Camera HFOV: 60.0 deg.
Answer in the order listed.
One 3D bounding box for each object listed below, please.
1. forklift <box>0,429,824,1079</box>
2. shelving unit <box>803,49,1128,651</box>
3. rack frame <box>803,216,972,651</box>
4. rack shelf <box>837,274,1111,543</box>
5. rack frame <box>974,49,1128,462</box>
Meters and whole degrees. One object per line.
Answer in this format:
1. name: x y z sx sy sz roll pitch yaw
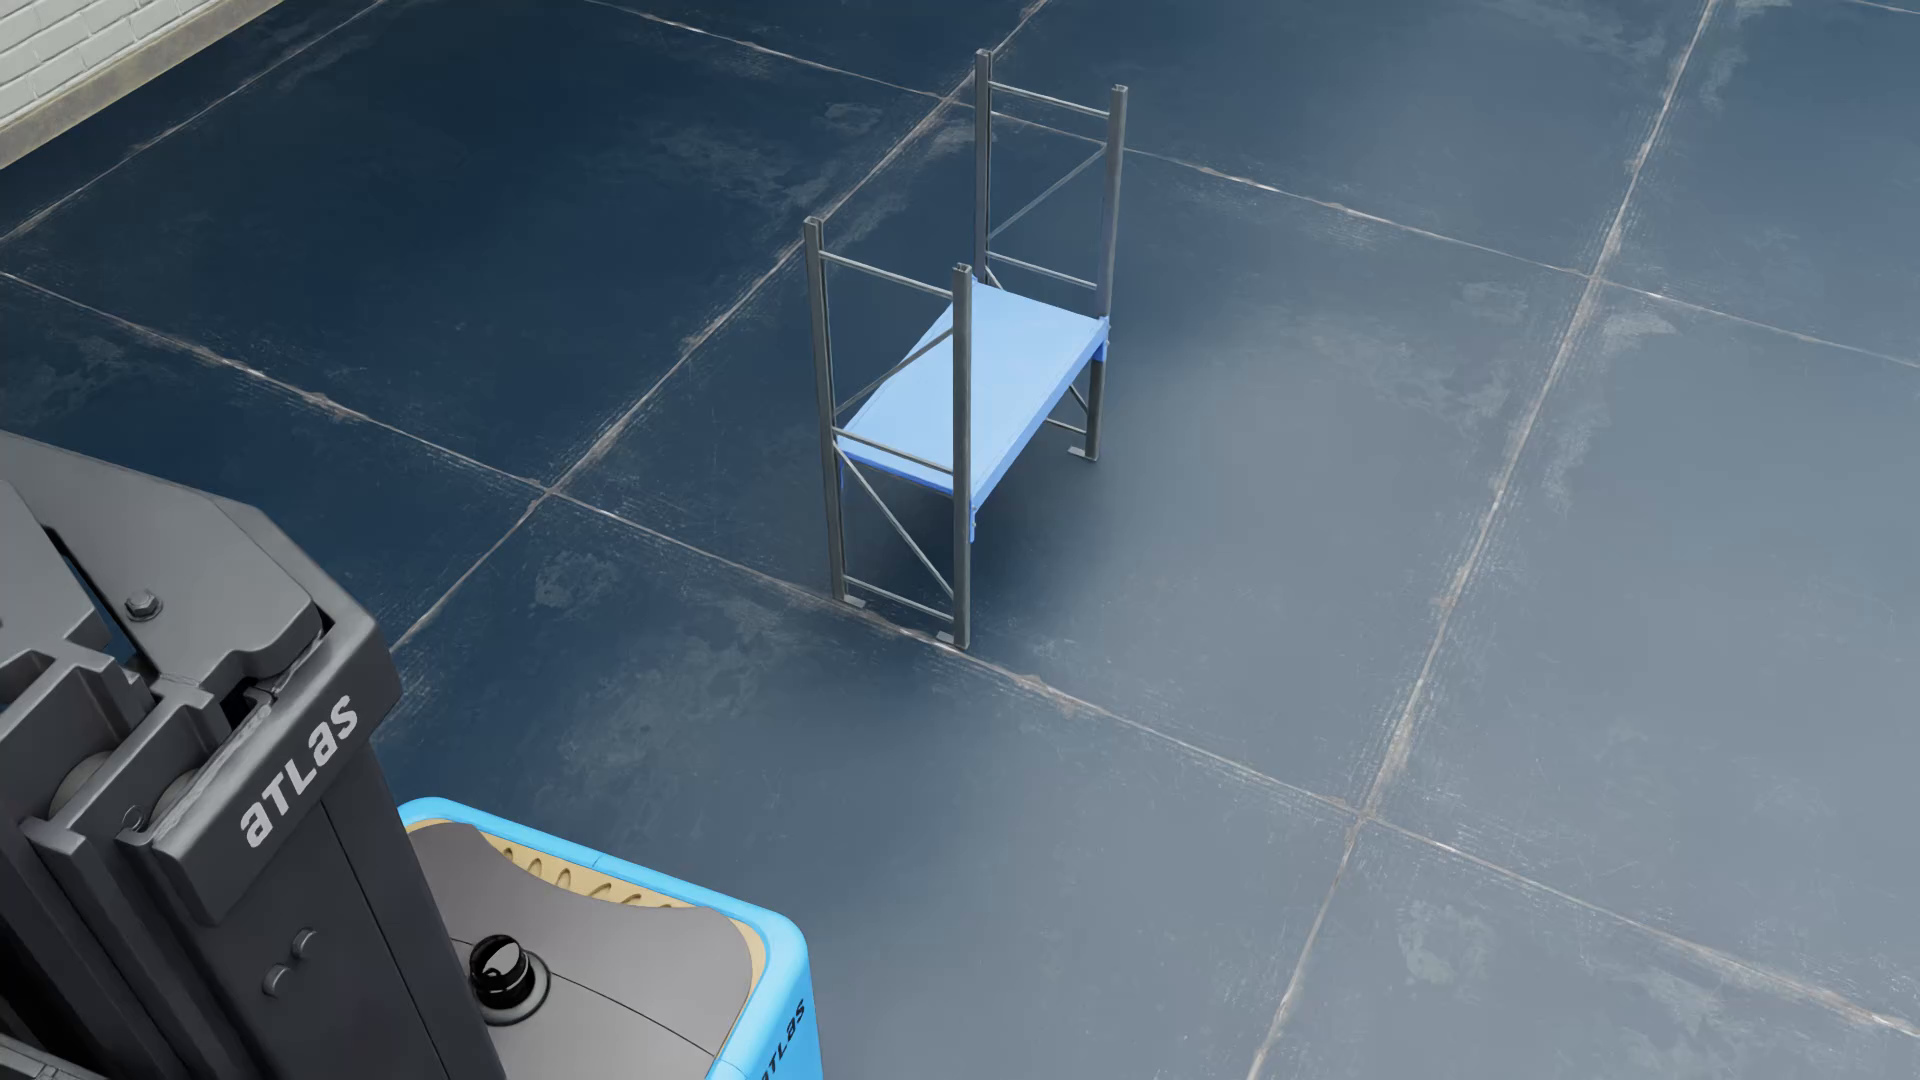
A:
1. forklift: -1.304 1.380 2.326 1.130 2.935 3.031 15 47 15
2. shelving unit: 0.040 -0.581 5.270 0.538 1.500 1.048 20 49 19
3. rack frame: -0.196 -0.261 4.953 0.500 1.500 0.032 20 49 19
4. rack shelf: 0.040 -0.455 5.398 0.538 0.185 1.000 20 49 19
5. rack frame: 0.276 -0.901 5.586 0.500 1.500 0.032 20 49 19
